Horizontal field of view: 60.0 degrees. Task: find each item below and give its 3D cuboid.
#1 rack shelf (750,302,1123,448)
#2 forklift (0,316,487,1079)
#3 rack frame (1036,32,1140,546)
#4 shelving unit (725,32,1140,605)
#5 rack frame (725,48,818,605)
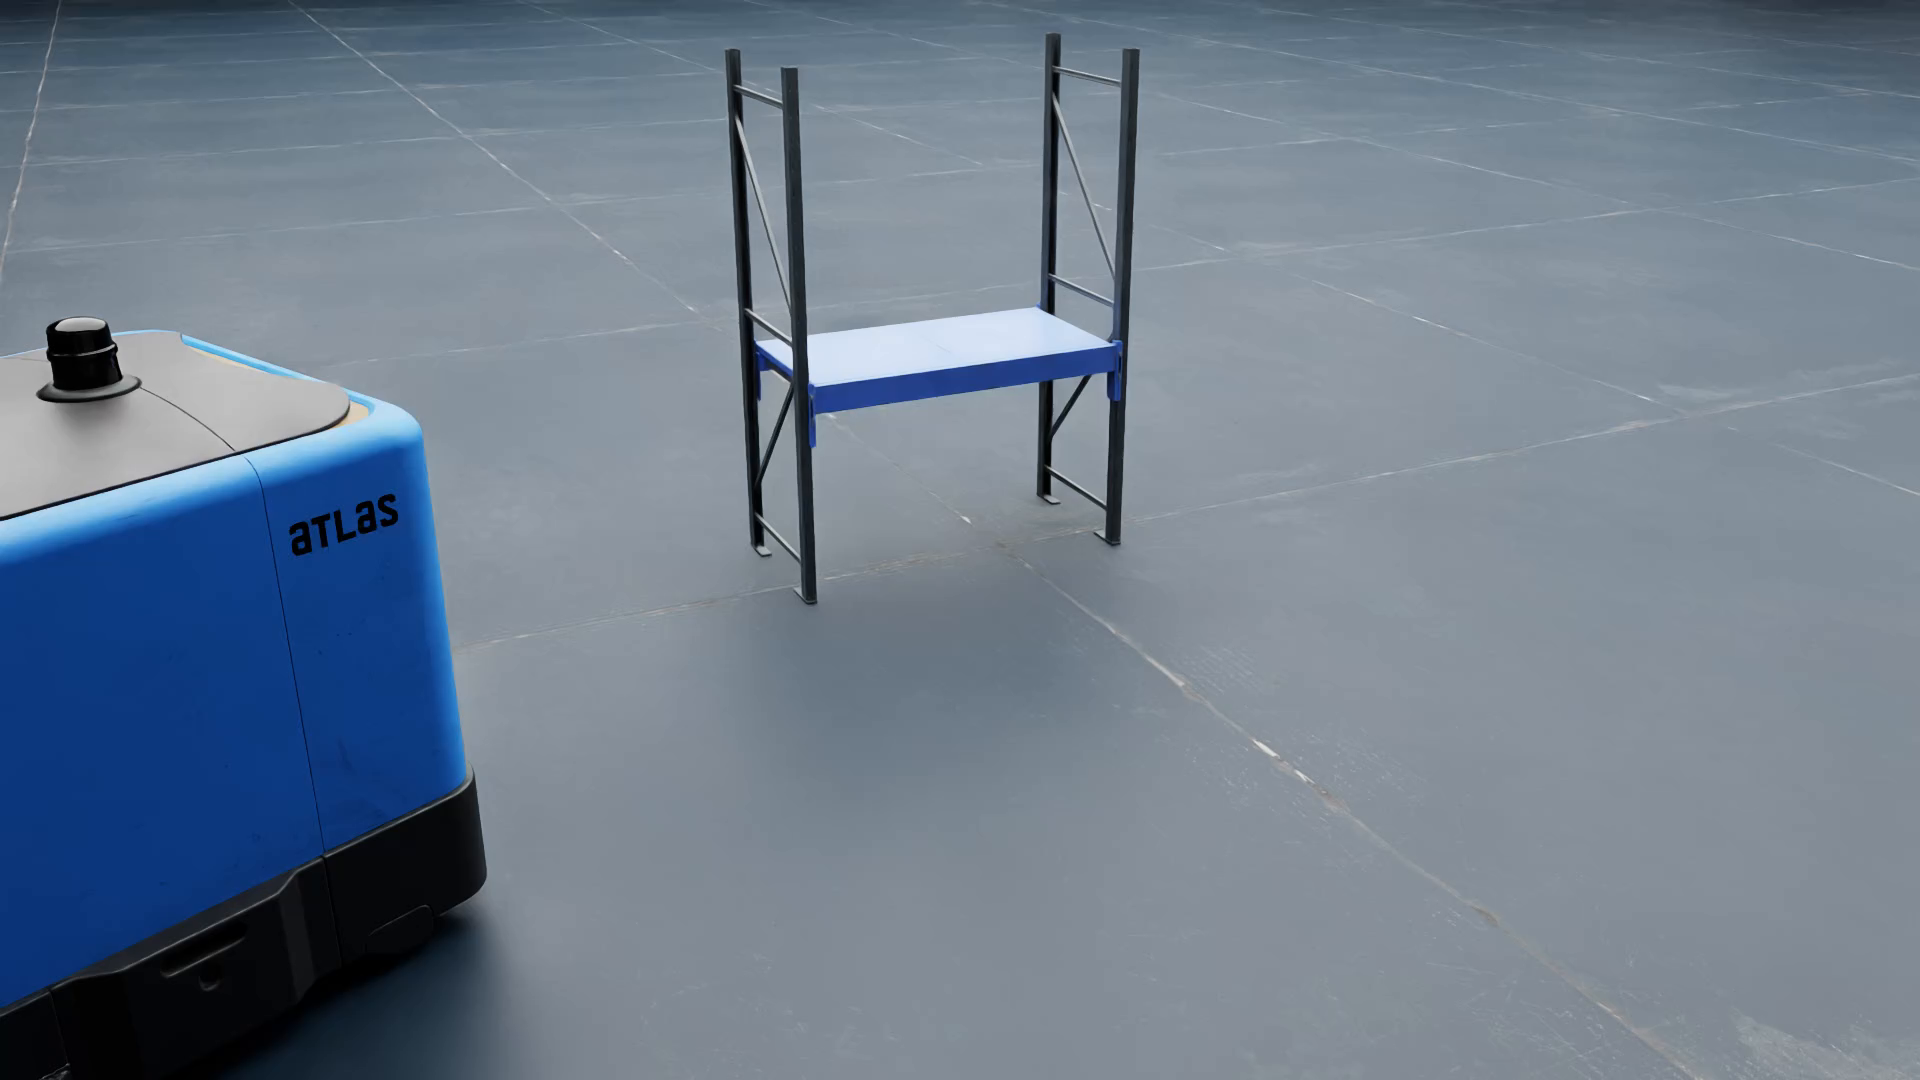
[{"bbox_3d":[-0.077,-0.513,4.998,1.000,0.185,0.538,-10,25,-24],"label":"rack shelf"},{"bbox_3d":[-2.281,-0.274,2.080,1.130,2.935,3.031,17,28,35],"label":"forklift"},{"bbox_3d":[0.381,-0.763,5.133,0.032,1.500,0.500,-10,25,-24],"label":"rack frame"},{"bbox_3d":[-0.077,-0.679,4.929,1.048,1.500,0.538,-10,25,-24],"label":"shelving unit"},{"bbox_3d":[-0.535,-0.594,4.725,0.032,1.500,0.500,-10,25,-24],"label":"rack frame"}]
